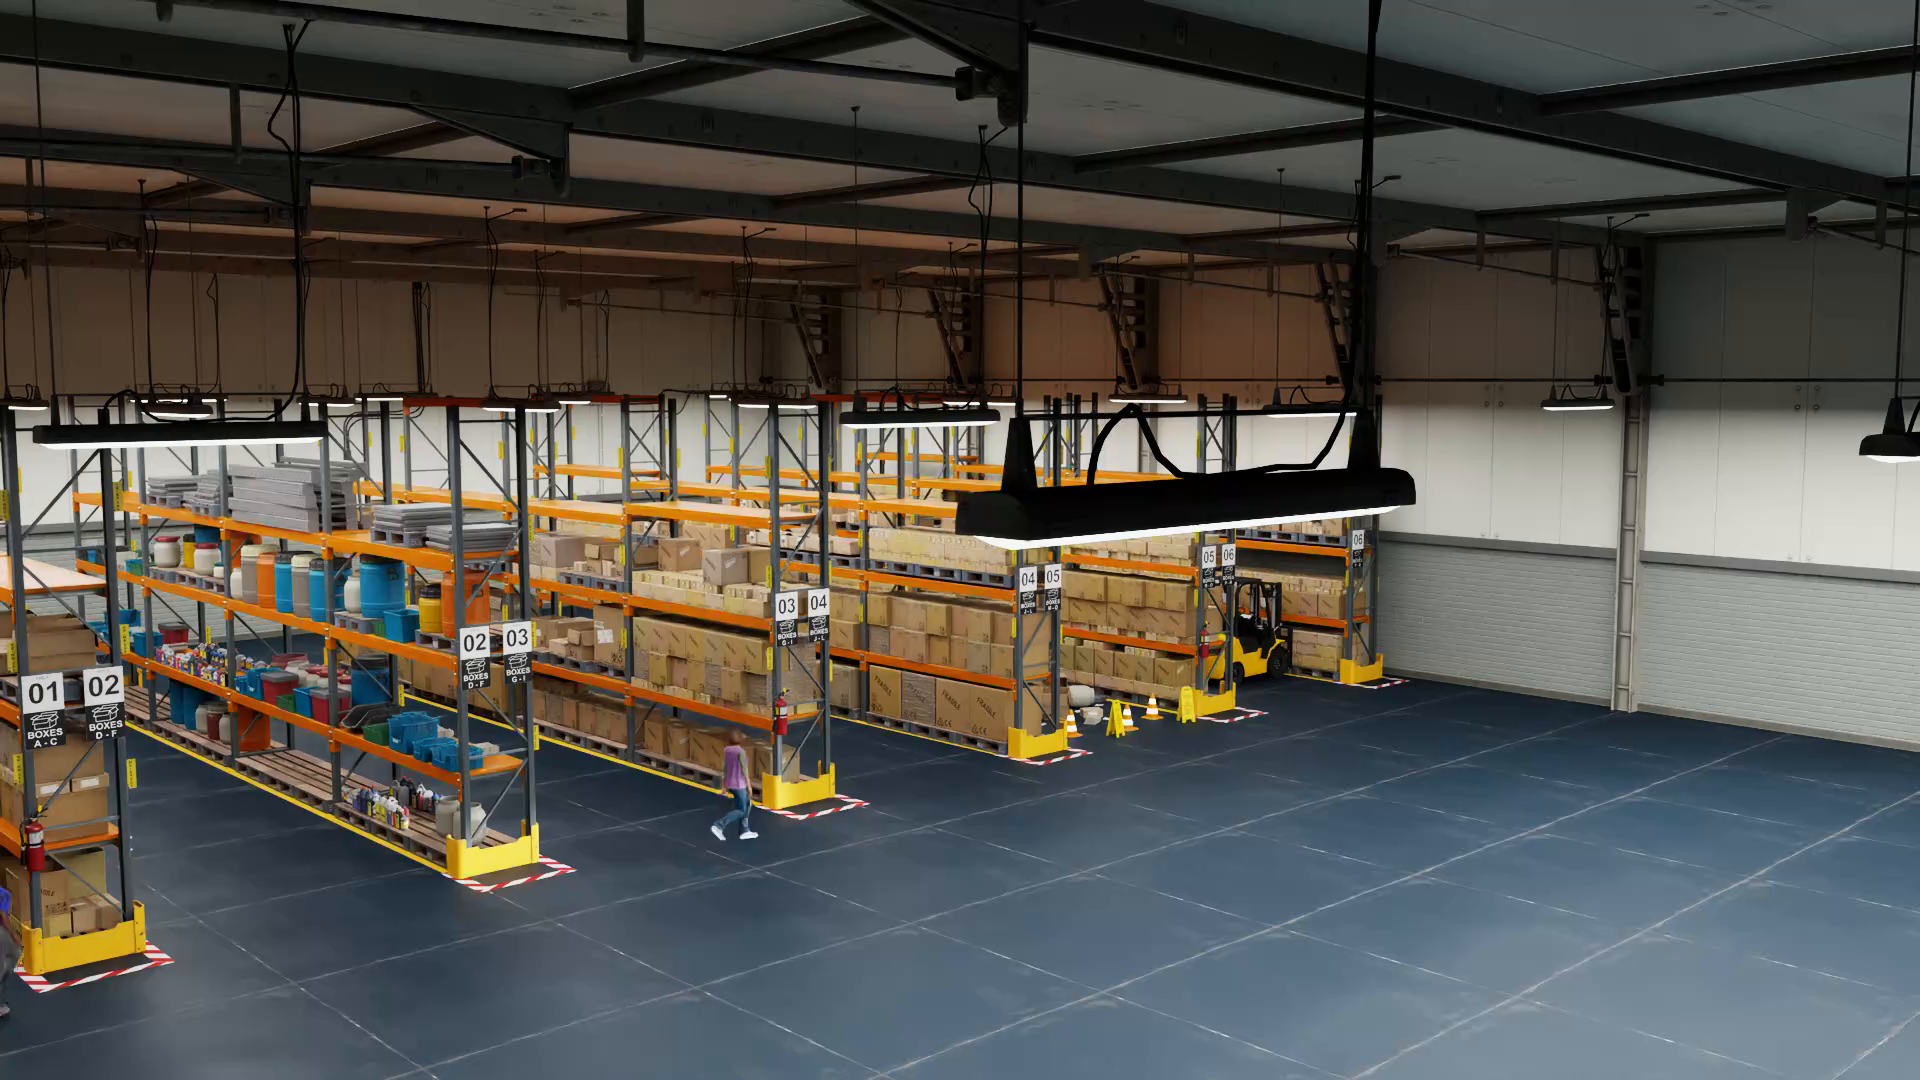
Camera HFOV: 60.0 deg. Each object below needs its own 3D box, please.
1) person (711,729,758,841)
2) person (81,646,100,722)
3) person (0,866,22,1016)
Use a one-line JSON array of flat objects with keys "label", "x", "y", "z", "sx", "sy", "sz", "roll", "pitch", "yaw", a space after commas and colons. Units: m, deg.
[{"label": "person", "x": -3.093, "y": 3.351, "z": 22.680, "sx": 0.751, "sy": 1.554, "sz": 0.395, "roll": -3, "pitch": 6, "yaw": -29}, {"label": "person", "x": -15.560, "y": 2.639, "z": 29.872, "sx": 0.716, "sy": 1.582, "sz": 0.492, "roll": 2, "pitch": 6, "yaw": 17}, {"label": "person", "x": -9.528, "y": 3.912, "z": 16.469, "sx": 0.463, "sy": 1.666, "sz": 0.462, "roll": -5, "pitch": 7, "yaw": -40}]
